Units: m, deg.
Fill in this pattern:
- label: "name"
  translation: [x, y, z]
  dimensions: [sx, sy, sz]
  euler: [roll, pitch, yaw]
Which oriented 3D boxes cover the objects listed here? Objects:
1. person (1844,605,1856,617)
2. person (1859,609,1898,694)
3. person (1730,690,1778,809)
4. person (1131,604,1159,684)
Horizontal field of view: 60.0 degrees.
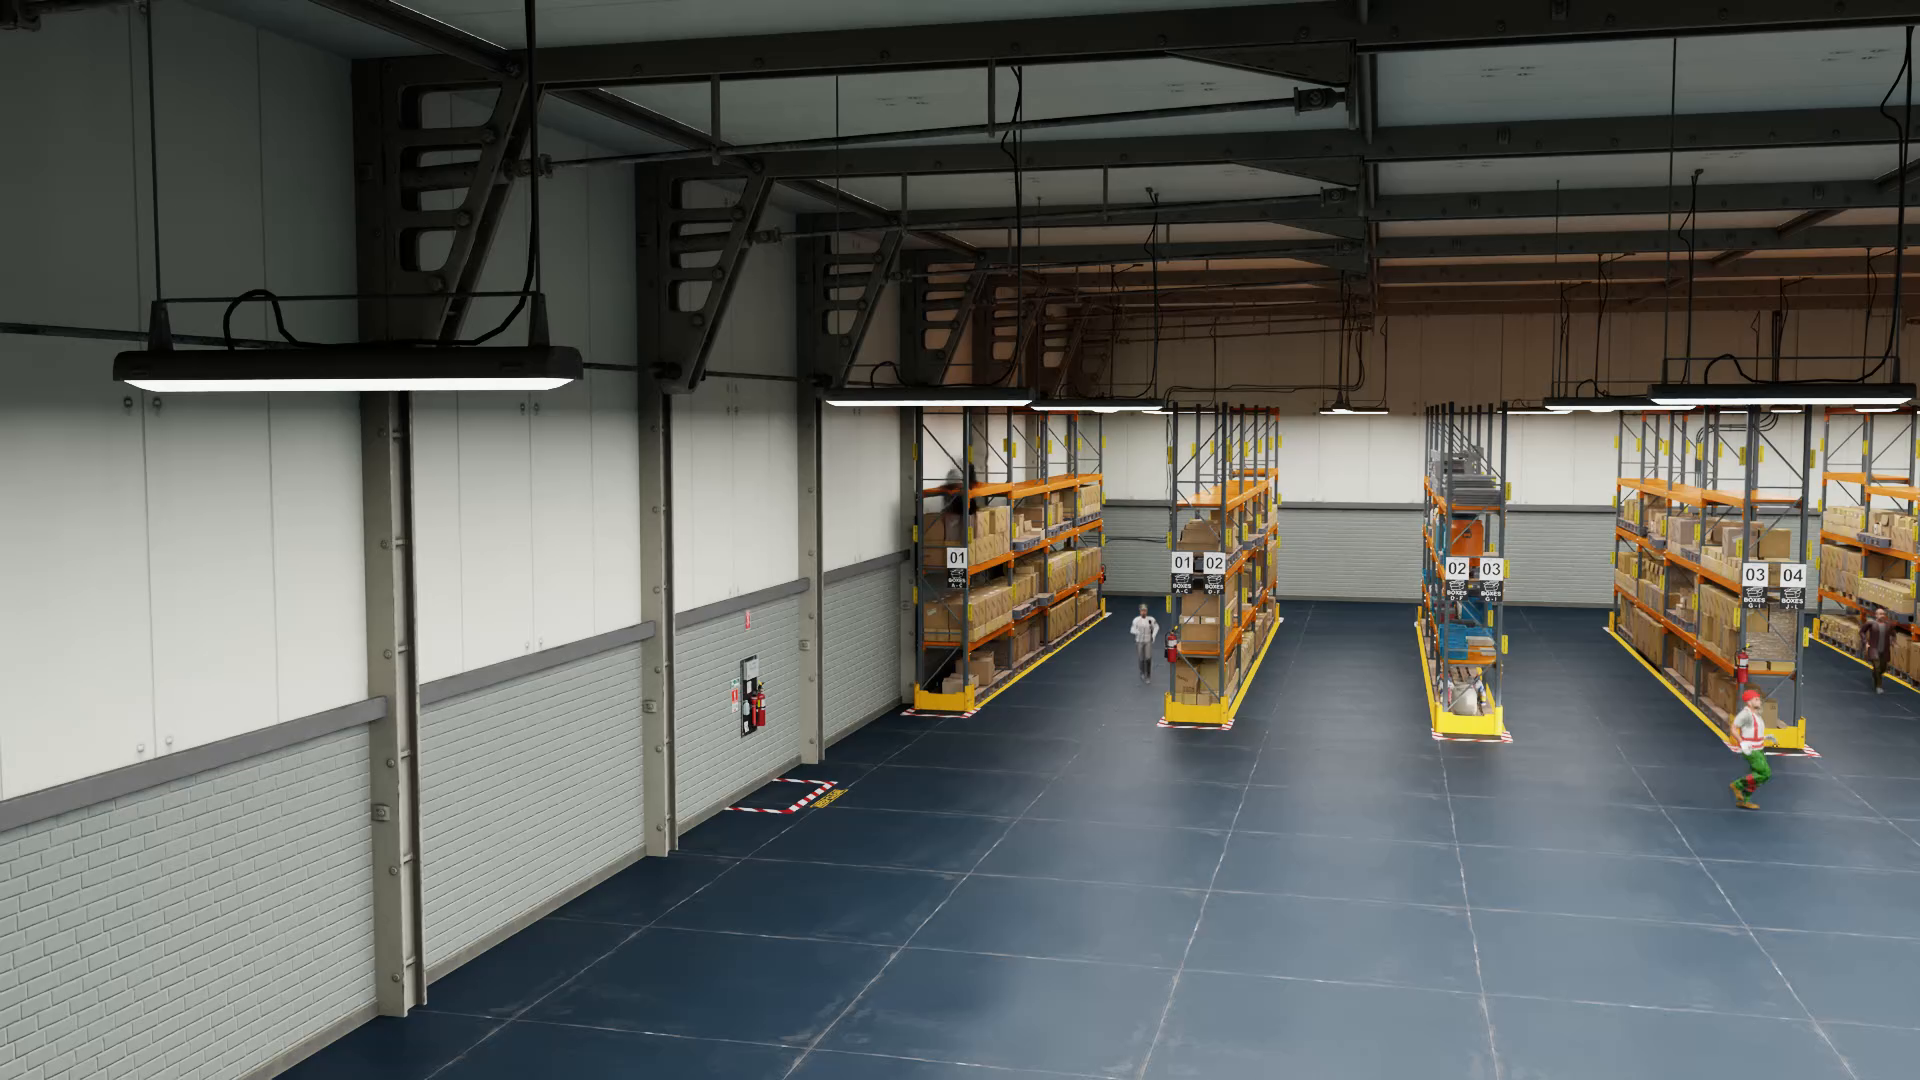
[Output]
- label: "person"
  translation: [23.719, 1.647, 44.143]
  dimensions: [0.759, 1.679, 0.708]
  euler: [-3, 5, -38]
- label: "person"
  translation: [19.153, 2.393, 34.740]
  dimensions: [0.693, 1.553, 0.876]
  euler: [1, 4, 12]
- label: "person"
  translation: [11.600, 3.060, 24.283]
  dimensions: [0.580, 1.737, 0.666]
  euler: [4, 6, 40]
- label: "person"
  translation: [3.975, 2.240, 35.871]
  dimensions: [0.590, 1.740, 0.726]
  euler: [1, 4, 9]
